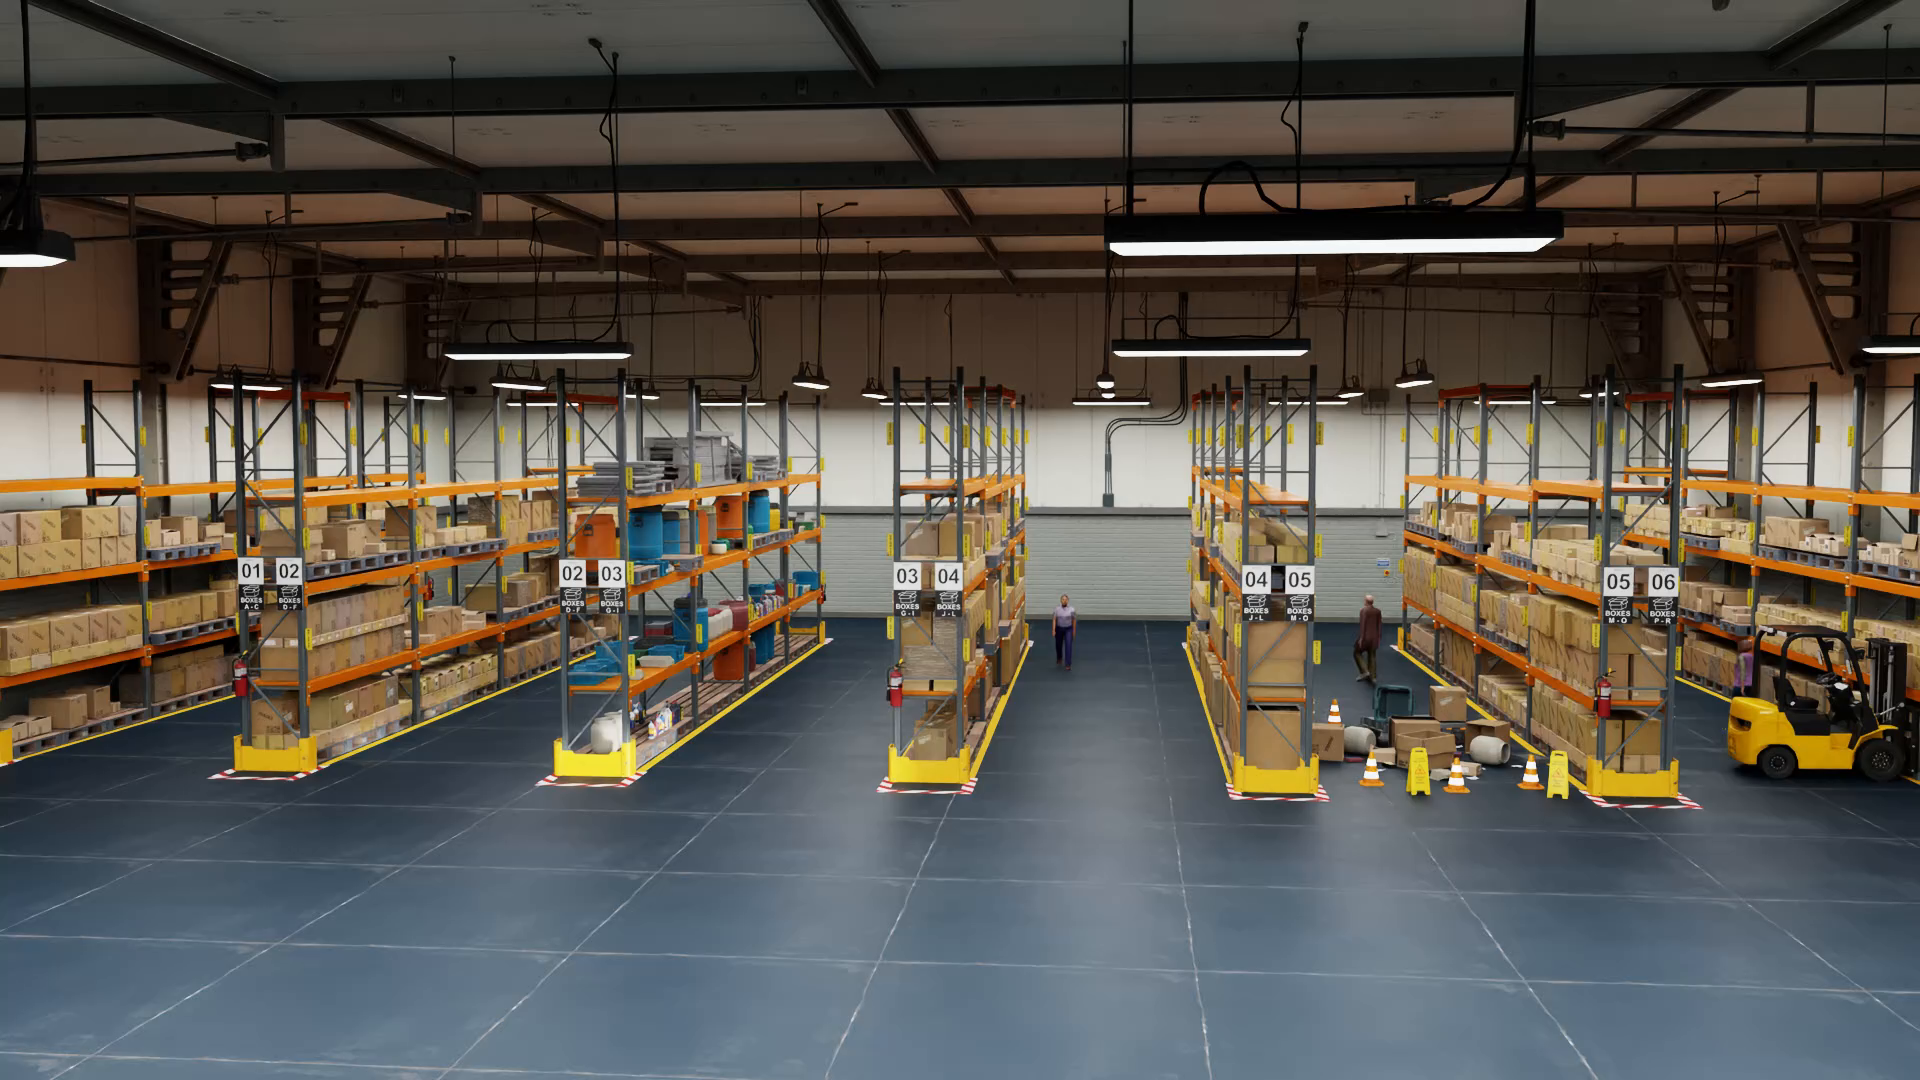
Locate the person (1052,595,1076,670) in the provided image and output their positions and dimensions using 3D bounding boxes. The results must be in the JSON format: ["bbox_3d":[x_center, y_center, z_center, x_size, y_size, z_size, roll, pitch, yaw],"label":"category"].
[{"bbox_3d":[2.249,1.964,35.803,0.505,1.586,1.043,0,4,5],"label":"person"}]

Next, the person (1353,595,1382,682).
[{"bbox_3d":[8.329,2.002,33.881,0.618,1.769,0.490,-1,4,-22],"label":"person"}]

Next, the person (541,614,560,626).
[{"bbox_3d":[-10.243,1.546,41.584,0.764,1.759,0.614,-2,4,-33],"label":"person"}]

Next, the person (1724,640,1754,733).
[{"bbox_3d":[13.211,2.488,27.935,0.410,1.617,0.627,-1,4,-9],"label":"person"}]

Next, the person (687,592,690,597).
[{"bbox_3d":[-6.178,1.781,38.580,0.502,1.658,0.461,3,5,41],"label":"person"}]
